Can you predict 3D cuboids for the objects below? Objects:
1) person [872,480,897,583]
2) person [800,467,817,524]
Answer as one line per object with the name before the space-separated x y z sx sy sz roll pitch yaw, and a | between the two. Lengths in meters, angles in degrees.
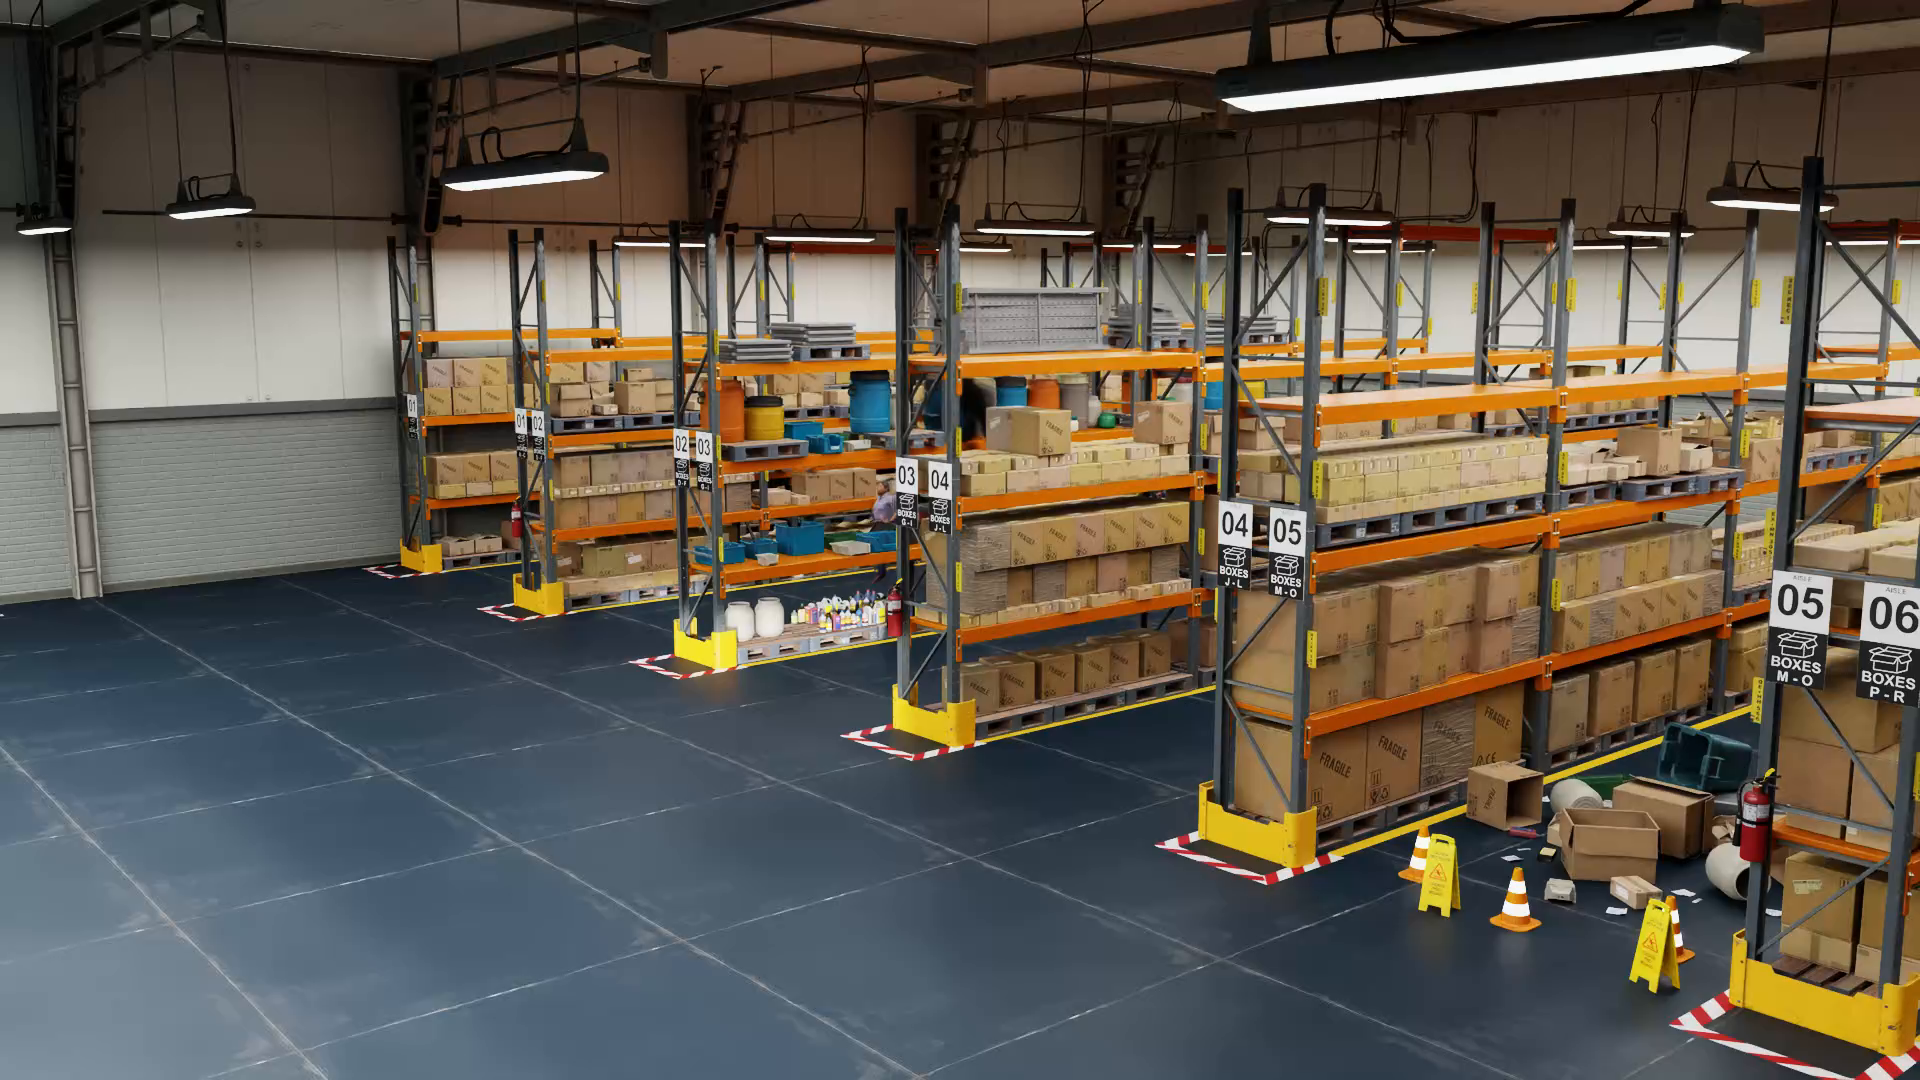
person | -1.183 -0.150 27.640 0.665 1.693 0.625 -7 11 -39
person | -2.946 -0.683 32.529 0.765 1.738 0.741 -7 11 -38
